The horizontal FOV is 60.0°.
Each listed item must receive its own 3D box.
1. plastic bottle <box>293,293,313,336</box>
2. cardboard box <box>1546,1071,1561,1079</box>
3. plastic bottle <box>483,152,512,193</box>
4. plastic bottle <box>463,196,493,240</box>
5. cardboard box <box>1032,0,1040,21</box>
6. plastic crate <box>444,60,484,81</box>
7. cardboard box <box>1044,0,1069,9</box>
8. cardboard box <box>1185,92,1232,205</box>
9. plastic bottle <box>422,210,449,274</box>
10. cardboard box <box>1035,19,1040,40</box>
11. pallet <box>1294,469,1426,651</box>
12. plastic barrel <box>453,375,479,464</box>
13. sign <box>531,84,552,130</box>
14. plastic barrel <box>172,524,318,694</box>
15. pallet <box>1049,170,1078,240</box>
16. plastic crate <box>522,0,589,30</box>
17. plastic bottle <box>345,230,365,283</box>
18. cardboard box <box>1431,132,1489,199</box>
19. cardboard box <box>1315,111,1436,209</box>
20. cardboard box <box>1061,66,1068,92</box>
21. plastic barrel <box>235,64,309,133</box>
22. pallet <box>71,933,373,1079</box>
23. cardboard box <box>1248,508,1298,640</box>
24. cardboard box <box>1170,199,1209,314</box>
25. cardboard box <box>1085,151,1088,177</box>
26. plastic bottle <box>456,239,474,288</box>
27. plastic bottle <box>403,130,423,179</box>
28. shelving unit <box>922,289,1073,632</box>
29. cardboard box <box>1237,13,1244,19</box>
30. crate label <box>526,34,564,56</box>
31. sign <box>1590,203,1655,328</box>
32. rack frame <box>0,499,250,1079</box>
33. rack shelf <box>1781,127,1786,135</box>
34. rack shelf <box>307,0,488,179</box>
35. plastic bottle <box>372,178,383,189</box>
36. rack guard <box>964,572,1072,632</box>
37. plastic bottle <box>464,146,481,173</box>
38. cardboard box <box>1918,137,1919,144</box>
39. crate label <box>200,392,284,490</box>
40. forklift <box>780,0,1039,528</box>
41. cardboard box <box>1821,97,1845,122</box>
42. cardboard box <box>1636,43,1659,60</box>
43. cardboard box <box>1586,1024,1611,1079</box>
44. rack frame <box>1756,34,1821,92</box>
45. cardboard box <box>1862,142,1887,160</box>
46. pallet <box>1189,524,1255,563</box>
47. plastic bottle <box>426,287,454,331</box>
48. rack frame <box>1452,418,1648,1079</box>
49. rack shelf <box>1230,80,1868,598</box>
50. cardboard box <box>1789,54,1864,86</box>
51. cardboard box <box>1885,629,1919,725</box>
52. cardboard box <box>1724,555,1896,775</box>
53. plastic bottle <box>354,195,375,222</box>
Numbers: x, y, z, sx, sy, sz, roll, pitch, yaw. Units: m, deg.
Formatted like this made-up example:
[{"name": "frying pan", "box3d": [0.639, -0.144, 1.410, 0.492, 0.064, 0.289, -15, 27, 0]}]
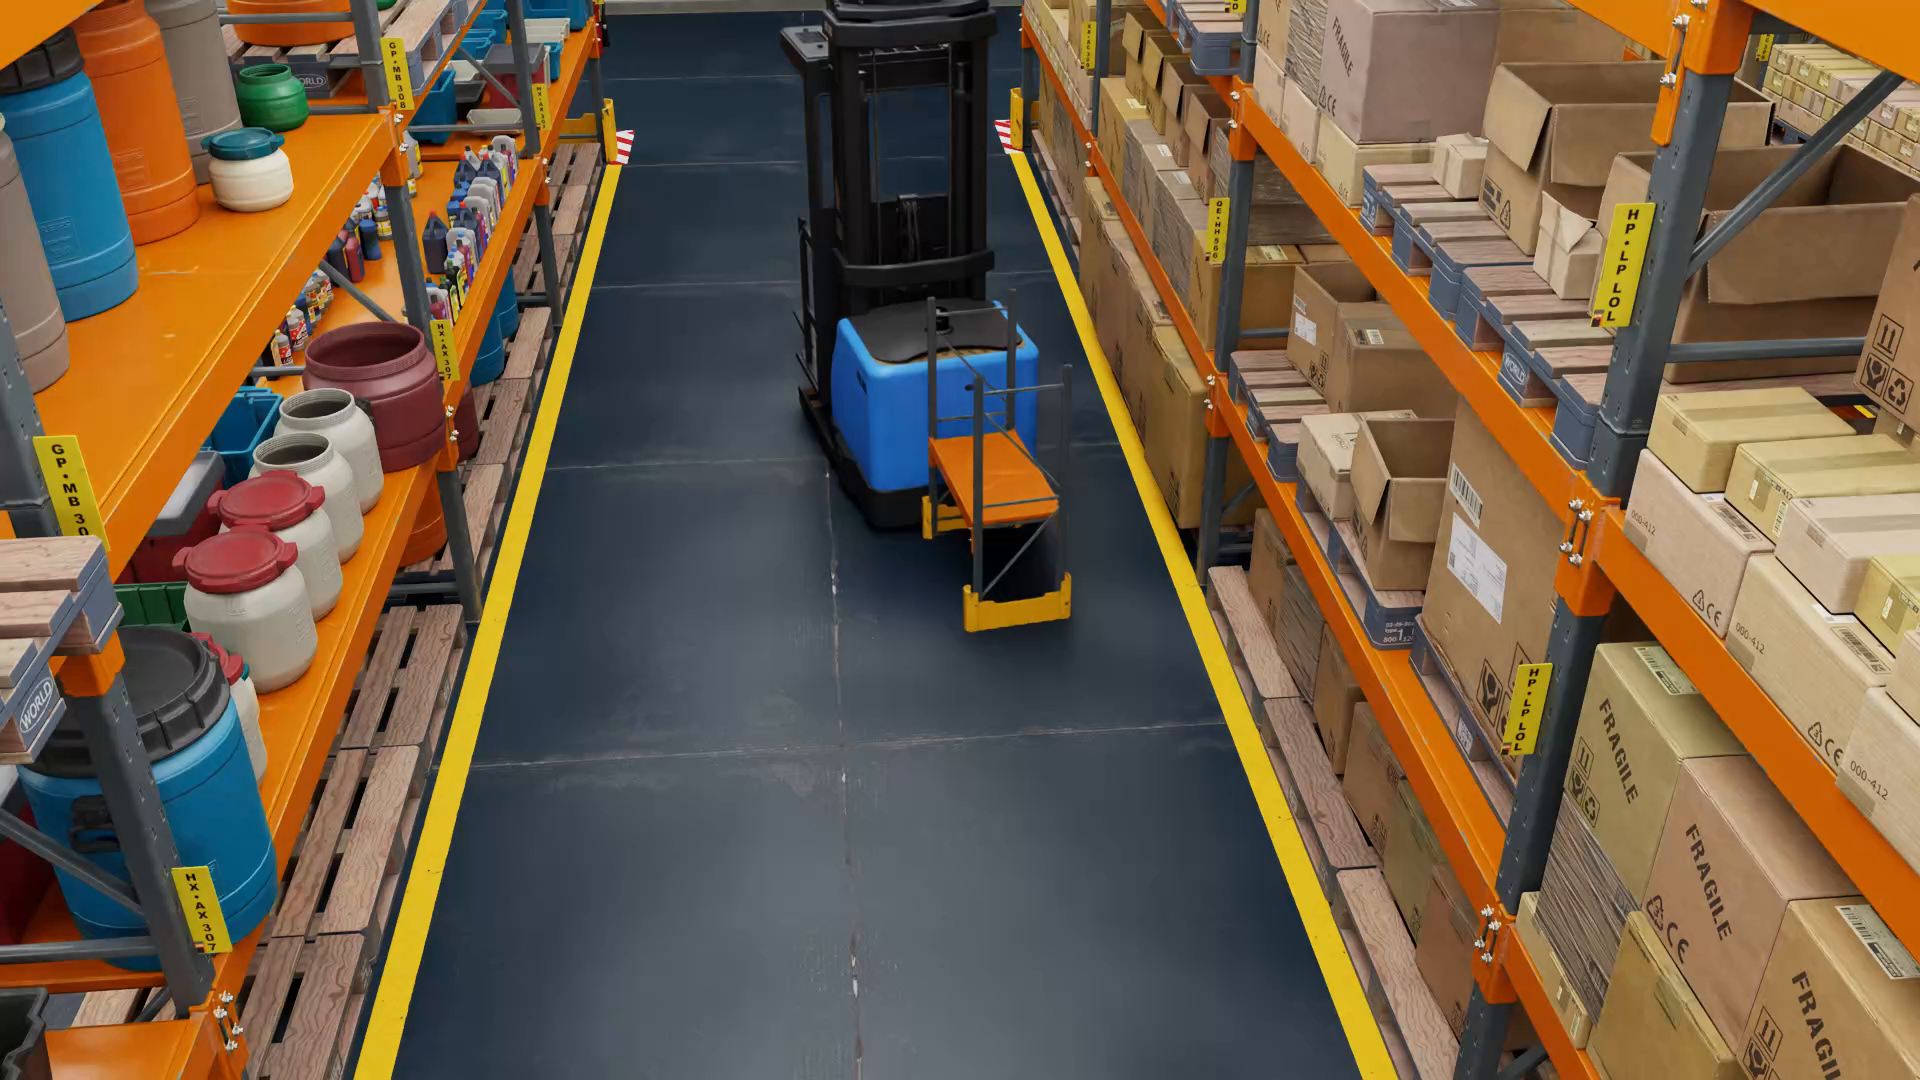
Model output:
[{"name": "plastic bottle", "box3d": [-3.592, -1.246, 9.037, 0.097, 0.271, 0.097, 0, 31, 0]}, {"name": "cardboard box", "box3d": [2.205, 2.065, 5.395, 0.500, 0.500, 0.500, -4, 31, -6]}, {"name": "plastic bottle", "box3d": [-3.078, -2.455, 11.056, 0.152, 0.276, 0.135, -3, 31, -5]}, {"name": "plastic bottle", "box3d": [-2.997, -2.011, 10.312, 0.152, 0.276, 0.135, -3, 31, -5]}, {"name": "cardboard box", "box3d": [0.918, -4.701, 14.551, 0.500, 0.250, 0.500, -3, 31, -5]}, {"name": "plastic crate", "box3d": [-3.933, -3.668, 13.164, 0.293, 0.136, 0.466, -3, 31, -5]}, {"name": "cardboard box", "box3d": [0.964, -4.768, 13.932, 0.500, 0.500, 0.500, -4, 31, -6]}, {"name": "cardboard box", "box3d": [1.724, -2.256, 9.527, 0.797, 0.503, 0.637, -2, 31, -3]}, {"name": "plastic bottle", "box3d": [-3.095, -1.768, 9.832, 0.144, 0.351, 0.185, -3, 31, -5]}, {"name": "cardboard box", "box3d": [0.867, -4.461, 14.538, 0.380, 0.149, 0.250, -3, 31, -5]}, {"name": "pallet", "box3d": [2.060, 0.015, 6.987, 1.003, 0.211, 1.213, -3, 31, -5]}, {"name": "plastic barrel", "box3d": [-3.265, -0.809, 10.122, 0.600, 0.588, 0.708, -3, 31, -5]}, {"name": "sign", "box3d": [-2.923, -3.025, 11.619, 0.100, 0.325, 0.005, -3, 31, -5]}, {"name": "plastic barrel", "box3d": [-2.663, 0.272, 6.237, 0.433, 0.535, 0.433, 0, 31, 0]}, {"name": "pallet", "box3d": [1.350, -2.937, 14.462, 1.003, 0.211, 1.213, -3, 31, -5]}, {"name": "plastic crate", "box3d": [-3.627, -4.802, 14.771, 0.616, 0.435, 0.499, -3, 31, -5]}, {"name": "plastic bottle", "box3d": [-3.540, -1.659, 9.717, 0.061, 0.283, 0.133, -3, 31, -5]}, {"name": "cardboard box", "box3d": [1.933, -1.354, 5.985, 0.380, 0.166, 0.250, -4, 31, -6]}, {"name": "cardboard box", "box3d": [1.730, -1.523, 6.596, 0.500, 0.250, 0.500, -2, 31, -4]}, {"name": "cardboard box", "box3d": [1.009, -3.676, 13.224, 0.380, 0.149, 0.250, -2, 31, -4]}, {"name": "plastic barrel", "box3d": [-3.023, -1.936, 7.292, 0.294, 0.245, 0.294, 0, 31, 0]}, {"name": "pallet", "box3d": [-2.835, 2.002, 6.193, 1.003, 0.211, 1.213, -3, 31, -5]}, {"name": "cardboard box", "box3d": [1.917, 0.149, 8.583, 0.700, 0.500, 0.500, -4, 31, -7]}, {"name": "cardboard box", "box3d": [1.501, -1.614, 9.429, 0.500, 0.500, 0.500, -3, 31, -5]}, {"name": "cardboard box", "box3d": [1.478, -2.727, 13.053, 0.875, 0.875, 0.875, -3, 31, -5]}, {"name": "plastic bottle", "box3d": [-2.878, -1.617, 9.646, 0.061, 0.283, 0.133, -3, 31, -5]}, {"name": "plastic bottle", "box3d": [-3.757, -2.644, 11.299, 0.144, 0.351, 0.185, -3, 31, -5]}, {"name": "shelving unit", "box3d": [0.188, -0.451, 9.042, 0.587, 1.500, 1.083, -7, 32, -12]}, {"name": "cardboard box", "box3d": [1.705, -2.896, 8.238, 0.797, 0.503, 0.637, -1, 31, -2]}, {"name": "crate label", "box3d": [-3.525, -4.138, 13.952, 0.396, 0.136, 0.243, -3, 31, -5]}, {"name": "sign", "box3d": [1.656, -0.684, 4.157, 0.100, 0.325, 0.005, -3, 31, -5]}, {"name": "rack frame", "box3d": [-2.723, 1.204, 4.810, 1.000, 3.000, 0.127, -3, 31, -5]}, {"name": "rack shelf", "box3d": [6.595, -1.974, 10.832, 1.077, 0.370, 4.000, -3, 31, -5]}, {"name": "rack shelf", "box3d": [-3.284, -2.839, 9.354, 1.077, 0.370, 4.000, -3, 31, -5]}, {"name": "plastic bottle", "box3d": [-3.780, -2.244, 10.775, 0.097, 0.201, 0.097, 0, 31, 0]}, {"name": "rack guard", "box3d": [0.310, 0.334, 8.948, 0.587, 0.250, 0.087, -7, 32, -12]}, {"name": "plastic bottle", "box3d": [-3.203, -2.399, 10.889, 0.144, 0.351, 0.185, -3, 31, -5]}, {"name": "cardboard box", "box3d": [6.161, -2.478, 10.229, 0.380, 0.149, 0.250, -1, 31, -2]}, {"name": "crate label", "box3d": [-3.274, -0.334, 7.349, 0.502, 0.435, 0.616, -3, 31, -5]}, {"name": "forklift", "box3d": [-0.449, -2.076, 10.367, 1.130, 2.935, 3.031, -9, 32, -15]}, {"name": "cardboard box", "box3d": [6.063, -2.884, 11.199, 0.380, 0.149, 0.250, -4, 31, -7]}, {"name": "cardboard box", "box3d": [5.931, -4.126, 13.977, 0.380, 0.149, 0.250, -2, 31, -4]}, {"name": "cardboard box", "box3d": [1.990, 1.453, 4.637, 0.380, 0.149, 0.250, -3, 31, -5]}, {"name": "rack frame", "box3d": [6.408, -3.304, 12.357, 1.000, 3.000, 0.127, -3, 31, -5]}, {"name": "cardboard box", "box3d": [6.114, -2.487, 10.824, 0.380, 0.149, 0.250, -3, 31, -5]}, {"name": "pallet", "box3d": [1.836, -0.285, 10.021, 1.003, 0.211, 1.213, -3, 31, -5]}, {"name": "plastic bottle", "box3d": [-2.859, -1.258, 9.052, 0.152, 0.276, 0.135, -3, 31, -5]}, {"name": "rack frame", "box3d": [2.208, 0.966, 5.207, 1.000, 3.000, 0.127, -3, 31, -5]}, {"name": "rack shelf", "box3d": [2.021, -1.034, 6.332, 1.077, 0.370, 4.000, -3, 31, -5]}, {"name": "cardboard box", "box3d": [6.019, -3.267, 11.549, 0.380, 0.149, 0.250, -2, 31, -3]}, {"name": "cardboard box", "box3d": [2.032, 0.288, 3.175, 0.380, 0.149, 0.250, -3, 31, -6]}, {"name": "cardboard box", "box3d": [2.049, 0.255, 3.619, 0.500, 0.250, 0.500, -3, 31, -5]}, {"name": "plastic bottle", "box3d": [-3.699, -1.982, 10.264, 0.152, 0.276, 0.135, -3, 31, -5]}]
